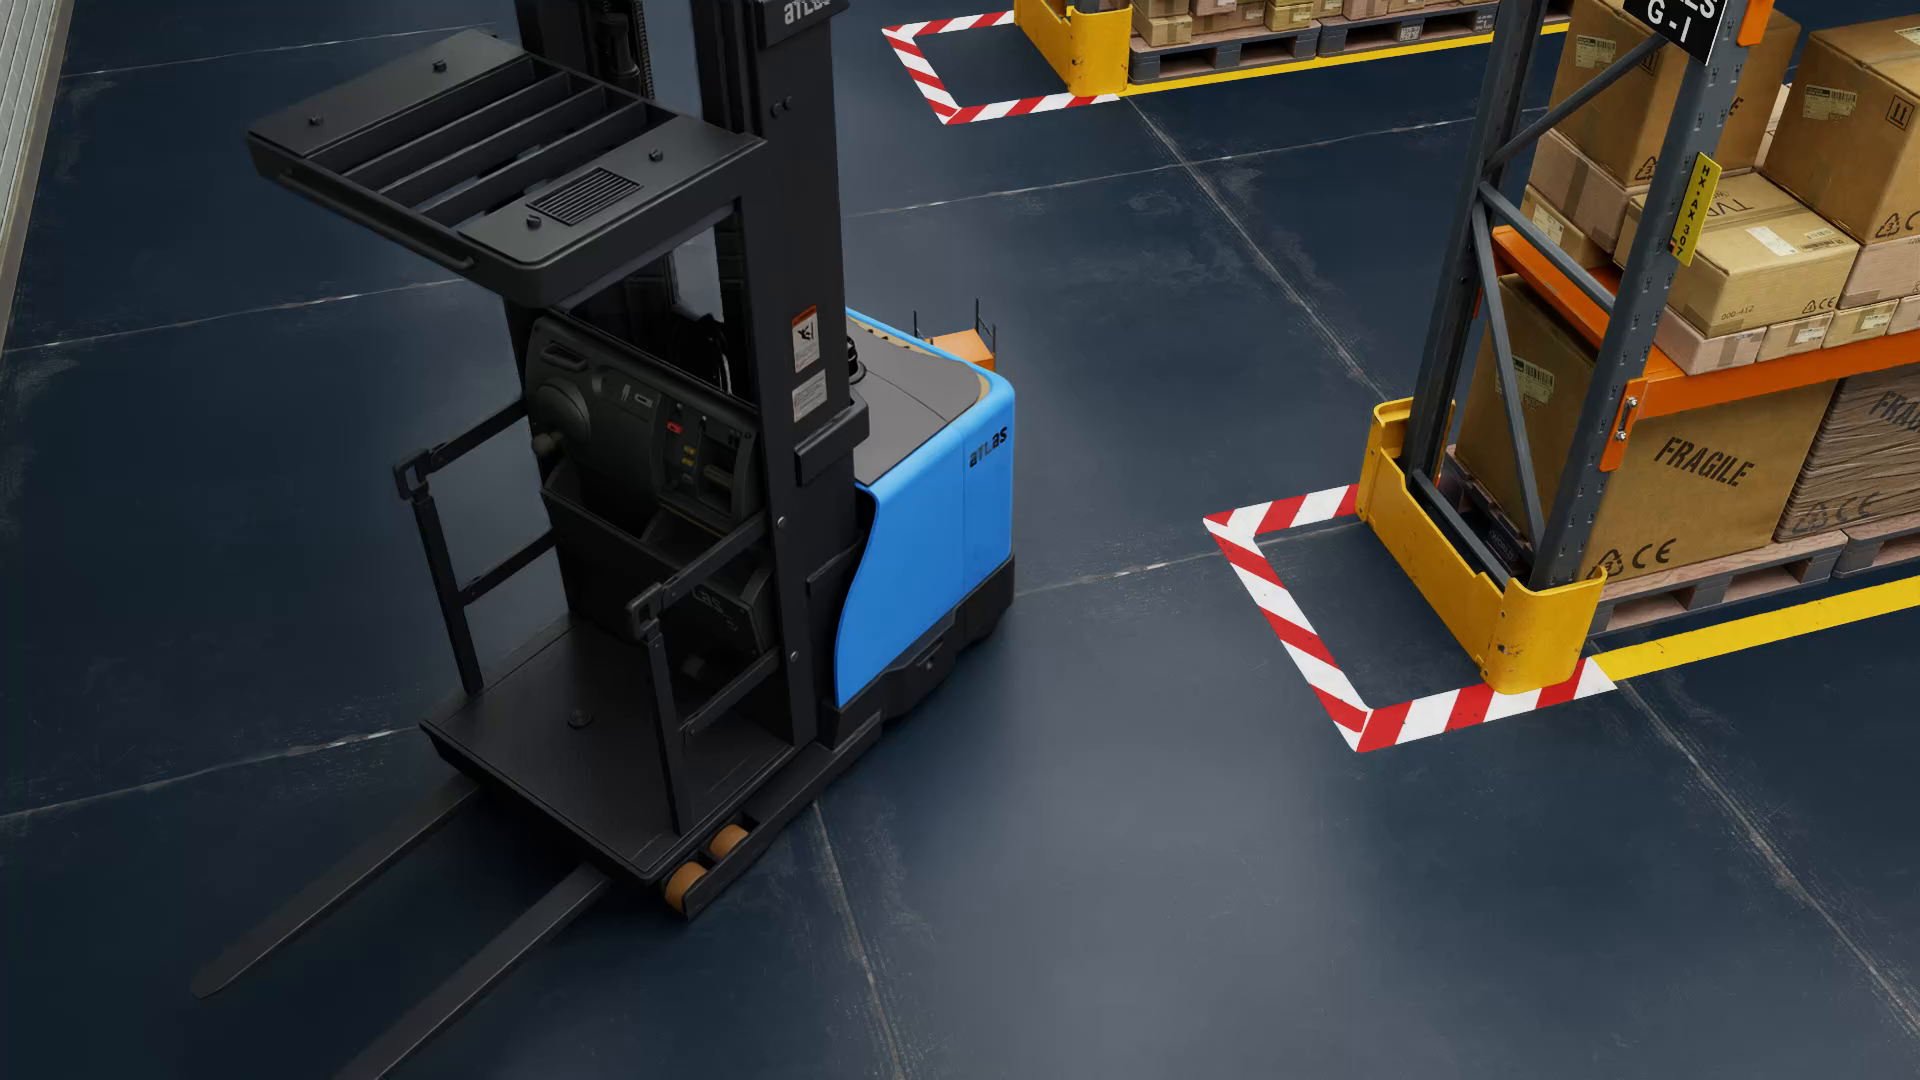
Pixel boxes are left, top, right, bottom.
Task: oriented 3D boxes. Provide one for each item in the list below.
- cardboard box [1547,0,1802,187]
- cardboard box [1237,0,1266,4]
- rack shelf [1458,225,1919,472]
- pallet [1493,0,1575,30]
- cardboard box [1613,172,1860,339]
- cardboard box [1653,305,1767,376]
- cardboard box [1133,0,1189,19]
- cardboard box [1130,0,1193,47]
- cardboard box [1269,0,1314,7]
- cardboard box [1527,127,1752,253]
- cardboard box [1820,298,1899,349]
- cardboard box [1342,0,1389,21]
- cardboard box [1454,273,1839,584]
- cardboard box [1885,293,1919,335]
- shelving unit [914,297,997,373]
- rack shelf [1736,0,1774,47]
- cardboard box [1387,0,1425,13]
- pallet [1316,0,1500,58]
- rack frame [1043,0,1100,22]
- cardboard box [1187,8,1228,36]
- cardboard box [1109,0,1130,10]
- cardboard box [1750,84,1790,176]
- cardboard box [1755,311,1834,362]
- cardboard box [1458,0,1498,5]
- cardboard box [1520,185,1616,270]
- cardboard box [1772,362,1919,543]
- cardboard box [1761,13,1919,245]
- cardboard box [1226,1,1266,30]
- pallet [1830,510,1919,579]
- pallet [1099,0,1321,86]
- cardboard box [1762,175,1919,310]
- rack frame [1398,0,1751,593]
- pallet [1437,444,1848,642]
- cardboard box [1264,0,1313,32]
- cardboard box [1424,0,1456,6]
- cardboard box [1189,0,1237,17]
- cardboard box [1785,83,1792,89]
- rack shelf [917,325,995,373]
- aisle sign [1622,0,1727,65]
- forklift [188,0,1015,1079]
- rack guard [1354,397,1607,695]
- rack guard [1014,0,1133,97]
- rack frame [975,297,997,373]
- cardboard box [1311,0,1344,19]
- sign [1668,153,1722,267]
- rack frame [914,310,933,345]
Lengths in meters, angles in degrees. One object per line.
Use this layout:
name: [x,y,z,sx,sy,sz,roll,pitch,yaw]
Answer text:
cardboard box: [2.367,-1.554,5.567,0.500,0.500,0.500,-11,42,-13]
cardboard box: [1.650,-3.349,9.925,0.250,0.149,0.380,-11,42,-13]
rack shelf: [3.889,-1.080,6.253,4.000,0.370,1.077,-12,42,-13]
pallet: [3.773,-3.673,10.794,1.213,0.211,1.003,-12,42,-13]
cardboard box: [2.520,-0.936,5.430,0.500,0.250,0.500,-13,43,-14]
cardboard box: [2.419,-0.724,5.489,0.250,0.149,0.380,-11,42,-13]
cardboard box: [1.165,-3.227,9.785,0.250,0.149,0.380,-10,42,-11]
cardboard box: [1.184,-3.075,9.837,0.250,0.149,0.380,-11,42,-12]
cardboard box: [1.927,-3.332,9.906,0.250,0.149,0.380,-10,42,-12]
cardboard box: [2.364,-1.273,5.815,0.500,0.250,0.500,-12,43,-14]
cardboard box: [2.907,-0.826,5.607,0.250,0.149,0.380,-13,43,-14]
cardboard box: [2.399,-3.318,10.116,0.250,0.149,0.380,-14,43,-15]
cardboard box: [2.568,-0.490,6.327,0.875,0.875,0.875,-12,42,-13]
cardboard box: [3.156,-0.878,5.666,0.250,0.149,0.380,-12,43,-14]
shelving unit: [-0.019,-0.419,6.432,0.252,1.050,0.215,-14,43,-15]
rack shelf: [3.889,-2.209,5.266,4.000,0.370,1.077,-12,42,-13]
cardboard box: [2.655,-3.389,10.197,0.250,0.149,0.380,-12,42,-13]
pallet: [2.607,-3.430,10.515,1.213,0.211,1.003,-12,42,-13]
rack frame: [0.588,-4.088,9.149,0.127,3.000,1.000,-12,42,-13]
cardboard box: [1.409,-3.178,9.956,0.250,0.149,0.380,-12,43,-13]
cardboard box: [1.027,-3.407,10.218,0.250,0.149,0.380,-11,42,-12]
cardboard box: [2.848,-1.373,5.929,0.500,0.250,0.500,-12,43,-14]
cardboard box: [2.663,-0.775,5.548,0.250,0.149,0.380,-12,43,-14]
cardboard box: [3.144,-3.467,10.286,0.250,0.149,0.380,-12,43,-13]
cardboard box: [2.222,-1.138,5.963,0.250,0.149,0.380,-11,42,-12]
cardboard box: [3.436,-0.670,6.532,0.875,0.875,0.875,-12,42,-13]
cardboard box: [2.997,-1.317,5.296,0.500,0.500,0.500,-13,43,-14]
cardboard box: [1.644,-3.232,10.017,0.250,0.149,0.380,-11,42,-13]
pallet: [3.882,-0.351,6.991,1.213,0.211,1.003,-12,42,-13]
pallet: [1.446,-3.191,10.242,1.213,0.211,1.003,-12,42,-13]
cardboard box: [3.014,-1.043,5.552,0.500,0.250,0.500,-12,43,-14]
rack frame: [1.981,-0.955,5.564,0.127,3.000,1.000,-12,42,-13]
pallet: [2.720,-0.112,6.718,1.213,0.211,1.003,-12,42,-13]
cardboard box: [1.920,-3.213,9.996,0.250,0.149,0.380,-11,42,-13]
cardboard box: [2.875,-3.458,10.275,0.250,0.149,0.380,-11,42,-12]
cardboard box: [1.443,-3.246,9.807,0.250,0.149,0.380,-12,43,-13]
cardboard box: [3.333,-1.474,6.045,0.500,0.250,0.500,-13,43,-15]
rack shelf: [-0.019,-0.625,6.252,0.240,0.259,0.215,-14,43,-15]
aisle sign: [2.003,-1.732,4.476,0.004,0.787,0.394,-12,42,-13]
forklift: [-1.090,-0.268,4.830,1.130,2.935,3.031,27,48,27]
rack guard: [1.958,-0.009,6.380,0.348,0.500,1.175,-12,42,-13]
rack guard: [0.660,-3.161,9.989,0.348,0.500,1.175,-12,42,-13]
rack frame: [0.096,-0.447,6.464,0.008,1.050,0.200,-14,43,-15]
cardboard box: [2.135,-3.323,10.122,0.250,0.149,0.380,-12,42,-13]
sign: [2.142,-0.962,4.853,0.005,0.325,0.100,-12,42,-13]
rack frame: [-0.133,-0.392,6.400,0.008,1.050,0.200,-14,43,-15]
